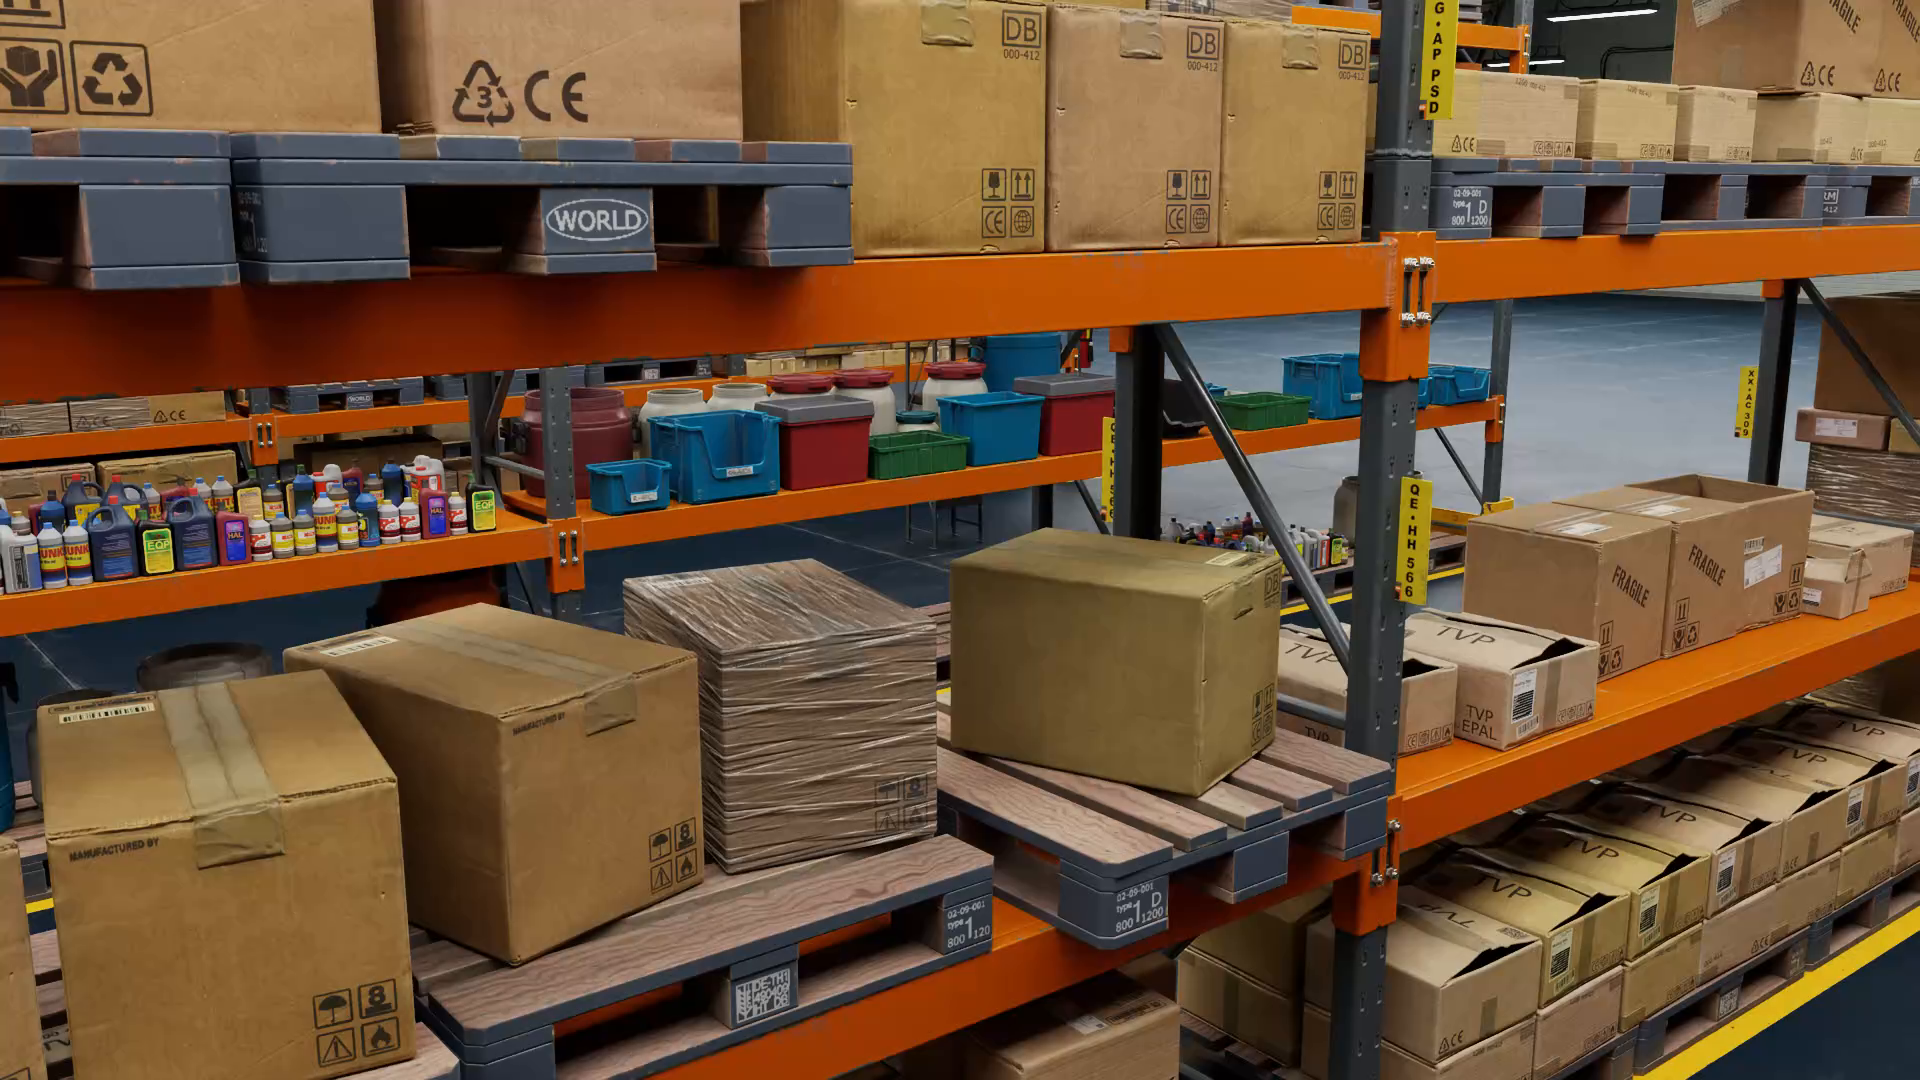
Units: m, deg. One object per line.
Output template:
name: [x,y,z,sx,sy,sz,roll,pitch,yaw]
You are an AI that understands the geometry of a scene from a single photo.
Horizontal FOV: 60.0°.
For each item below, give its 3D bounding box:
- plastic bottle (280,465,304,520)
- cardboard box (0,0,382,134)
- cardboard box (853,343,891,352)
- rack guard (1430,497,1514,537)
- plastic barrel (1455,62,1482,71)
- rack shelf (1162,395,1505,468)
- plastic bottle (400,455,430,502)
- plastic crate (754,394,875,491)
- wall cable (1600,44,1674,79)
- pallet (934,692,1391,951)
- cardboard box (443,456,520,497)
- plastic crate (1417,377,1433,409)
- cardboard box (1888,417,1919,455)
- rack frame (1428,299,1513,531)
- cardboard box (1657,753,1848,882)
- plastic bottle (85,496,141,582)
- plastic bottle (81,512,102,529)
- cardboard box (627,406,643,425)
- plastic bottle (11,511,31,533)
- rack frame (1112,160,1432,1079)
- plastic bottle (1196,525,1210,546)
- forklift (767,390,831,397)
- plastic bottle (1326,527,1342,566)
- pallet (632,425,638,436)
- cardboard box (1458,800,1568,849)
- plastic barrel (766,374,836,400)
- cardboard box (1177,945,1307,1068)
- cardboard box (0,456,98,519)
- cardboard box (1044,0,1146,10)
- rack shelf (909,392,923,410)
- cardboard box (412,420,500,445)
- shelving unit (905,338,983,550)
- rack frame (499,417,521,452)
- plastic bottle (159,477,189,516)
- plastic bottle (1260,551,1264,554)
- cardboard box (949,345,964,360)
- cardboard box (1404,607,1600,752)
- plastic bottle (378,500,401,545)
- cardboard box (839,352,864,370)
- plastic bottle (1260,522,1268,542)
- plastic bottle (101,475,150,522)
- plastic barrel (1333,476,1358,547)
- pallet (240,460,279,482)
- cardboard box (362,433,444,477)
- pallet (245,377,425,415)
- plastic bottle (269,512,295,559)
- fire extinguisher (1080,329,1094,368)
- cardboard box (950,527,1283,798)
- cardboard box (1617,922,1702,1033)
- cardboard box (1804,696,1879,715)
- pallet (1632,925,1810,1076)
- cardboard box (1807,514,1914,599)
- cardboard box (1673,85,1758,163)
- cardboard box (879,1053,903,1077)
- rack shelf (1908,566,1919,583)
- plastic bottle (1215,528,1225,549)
plastic bottle: [-3.303,-0.229,8.265,0.133,0.283,0.061,-9,15,-38]
cardboard box: [-1.354,-0.951,2.672,0.600,0.600,0.600,-10,15,-38]
cardboard box: [-1.110,-2.065,15.676,0.500,0.500,0.875,-9,15,-38]
rack guard: [3.948,-0.157,13.666,0.348,0.500,1.175,-9,15,-38]
plastic barrel: [3.678,-3.197,12.695,0.708,0.830,0.600,-9,15,-38]
rack shelf: [2.416,-0.786,12.342,4.000,0.370,1.077,-9,15,-38]
plastic bottle: [-2.809,-0.295,8.596,0.135,0.276,0.152,-9,15,-38]
plastic crate: [-0.816,-0.551,9.348,0.583,0.464,0.402,-9,15,-38]
wall cable: [18.725,-12.177,45.125,0.112,2.526,3.097,-9,15,-38]
pallet: [0.337,0.638,4.367,1.003,0.211,1.213,-9,15,-38]
cardboard box: [-3.989,-0.394,13.723,0.500,0.500,0.700,-8,14,-33]
plastic crate: [3.263,-1.128,12.578,0.408,0.251,0.499,-9,15,-38]
cardboard box: [4.277,-0.444,7.198,0.250,0.149,0.380,-9,15,-38]
rack frame: [3.978,-1.398,13.489,0.127,3.000,1.000,-9,15,-38]
cardboard box: [3.015,1.022,6.350,0.500,0.311,0.500,-9,15,-38]
plastic bottle: [-3.610,-0.010,7.074,0.185,0.351,0.144,-9,15,-38]
plastic bottle: [-3.719,0.015,7.148,0.097,0.271,0.097,0,12,0]
cardboard box: [-4.023,-1.853,19.740,0.875,0.875,0.875,-9,15,-37]
plastic bottle: [-4.248,-0.027,7.512,0.097,0.201,0.097,0,12,0]
rack frame: [0.822,0.444,4.815,0.127,3.000,1.000,-9,15,-38]
plastic bottle: [1.776,0.035,12.225,0.133,0.283,0.061,-9,15,-38]
forklift: [-2.626,-2.246,17.647,3.031,2.935,1.130,-8,15,-34]
plastic bottle: [2.738,0.043,12.183,0.133,0.283,0.061,-9,15,-36]
pallet: [-3.664,-1.381,20.123,1.213,0.211,1.003,-9,15,-38]
cardboard box: [1.875,1.068,6.136,0.500,0.311,0.500,-10,15,-38]
plastic barrel: [-0.940,-0.705,9.901,0.433,0.535,0.433,0,12,0]
cardboard box: [1.081,1.476,5.565,0.500,0.250,0.500,-9,15,-36]
cardboard box: [-6.616,-0.128,11.616,0.875,0.875,1.225,-9,15,-37]
cardboard box: [0.080,-1.439,3.816,0.500,0.500,0.500,-9,15,-38]
rack shelf: [-0.129,-0.992,13.812,0.480,0.518,0.431,-9,15,-38]
cardboard box: [-5.688,-1.509,18.420,0.750,0.750,1.050,-10,15,-38]
shelving unit: [-0.129,-1.006,13.810,0.503,2.100,0.431,-9,15,-38]
rack frame: [-5.259,-2.500,18.678,0.127,3.000,1.000,-9,15,-38]
plastic bottle: [-3.740,-0.156,7.924,0.133,0.283,0.061,-9,15,-38]
plastic bottle: [2.127,0.180,11.737,0.097,0.201,0.097,0,12,0]
cardboard box: [-0.176,-1.843,16.190,0.250,0.149,0.380,-9,15,-38]
cardboard box: [1.642,0.403,5.223,0.500,0.311,0.500,-10,15,-38]
plastic bottle: [-2.676,-0.086,7.791,0.097,0.201,0.097,0,12,0]
cardboard box: [-1.093,-1.665,15.354,0.250,0.149,0.380,-9,15,-38]
plastic bottle: [2.367,-0.094,12.857,0.097,0.271,0.097,0,12,0]
plastic bottle: [-3.819,-0.124,7.612,0.185,0.351,0.144,-9,15,-38]
plastic barrel: [3.120,-0.223,12.937,0.421,0.512,0.421,0,12,0]
pallet: [-7.720,-0.707,16.948,1.213,0.211,1.003,-9,15,-38]
cardboard box: [-4.451,-0.684,13.284,0.500,0.250,0.500,-7,14,-31]
pallet: [-4.873,-1.179,12.921,1.003,0.211,1.213,-9,15,-38]
plastic bottle: [-3.056,-0.023,7.494,0.097,0.201,0.097,0,12,0]
fire extinguisher: [1.261,-2.103,16.998,0.183,0.674,0.296,-9,15,-38]
cardboard box: [0.401,0.290,4.290,0.700,0.500,0.500,7,14,31]
cardboard box: [2.209,1.430,5.783,0.500,0.250,0.500,-10,16,-39]
cardboard box: [4.171,0.969,7.951,0.500,0.250,0.500,-9,15,-38]
pallet: [2.442,1.550,6.319,1.213,0.211,1.003,-9,15,-38]
cardboard box: [3.589,0.070,6.940,0.500,0.250,0.500,-8,15,-34]
cardboard box: [2.415,-1.436,5.798,0.500,0.250,0.500,-11,16,-42]
cardboard box: [-0.117,1.533,4.645,0.500,0.500,0.500,-10,16,-40]
rack shelf: [5.508,0.018,8.556,4.000,0.370,1.077,-9,15,-38]
plastic bottle: [1.944,0.011,12.533,0.097,0.201,0.097,0,12,0]
